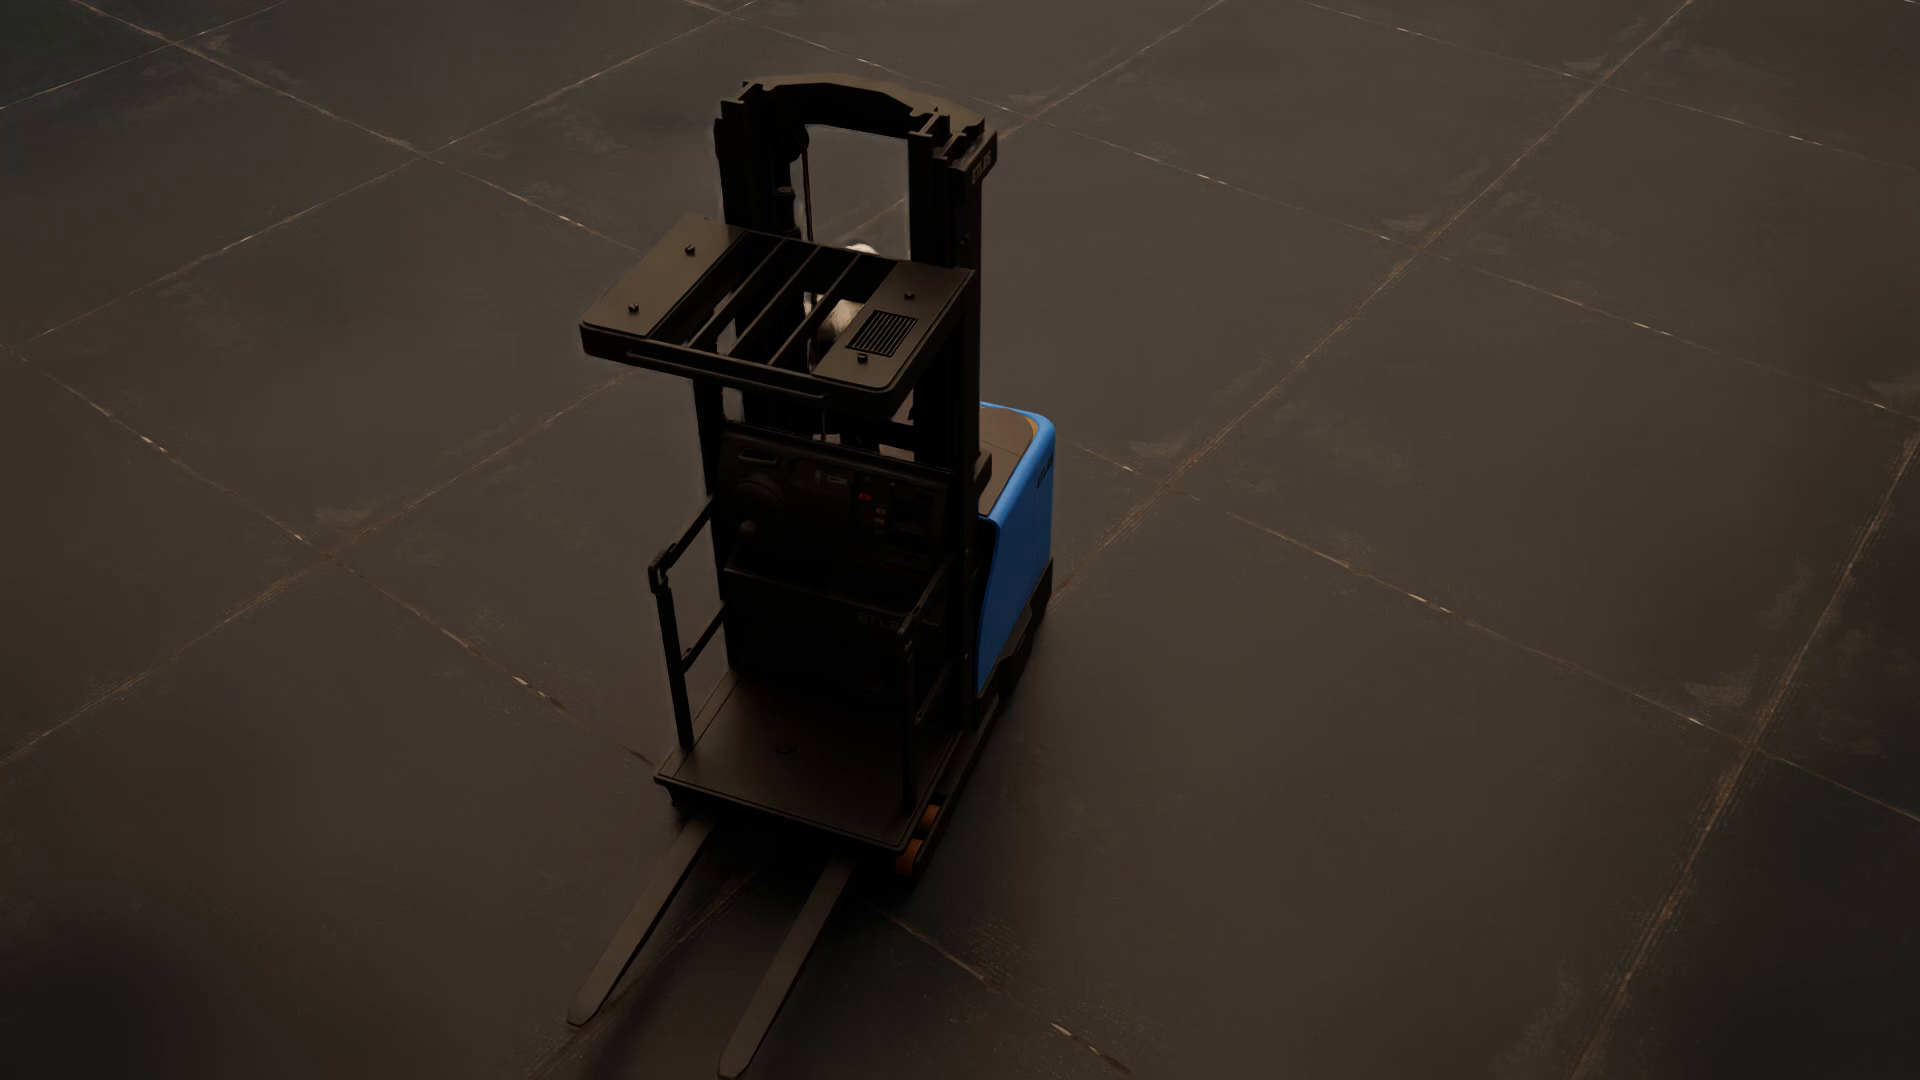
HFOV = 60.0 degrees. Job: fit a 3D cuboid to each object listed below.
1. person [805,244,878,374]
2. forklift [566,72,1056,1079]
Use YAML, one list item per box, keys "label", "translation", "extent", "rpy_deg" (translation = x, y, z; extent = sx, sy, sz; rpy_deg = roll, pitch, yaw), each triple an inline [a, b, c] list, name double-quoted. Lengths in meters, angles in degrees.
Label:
- label: "person"
  translation: [-0.551, -0.927, 8.192]
  extent: [0.839, 1.573, 0.977]
  rpy_deg: [15, 43, 17]
- label: "forklift"
  translation: [-0.563, -0.059, 6.143]
  extent: [1.130, 2.935, 3.031]
  rpy_deg: [14, 42, 16]
